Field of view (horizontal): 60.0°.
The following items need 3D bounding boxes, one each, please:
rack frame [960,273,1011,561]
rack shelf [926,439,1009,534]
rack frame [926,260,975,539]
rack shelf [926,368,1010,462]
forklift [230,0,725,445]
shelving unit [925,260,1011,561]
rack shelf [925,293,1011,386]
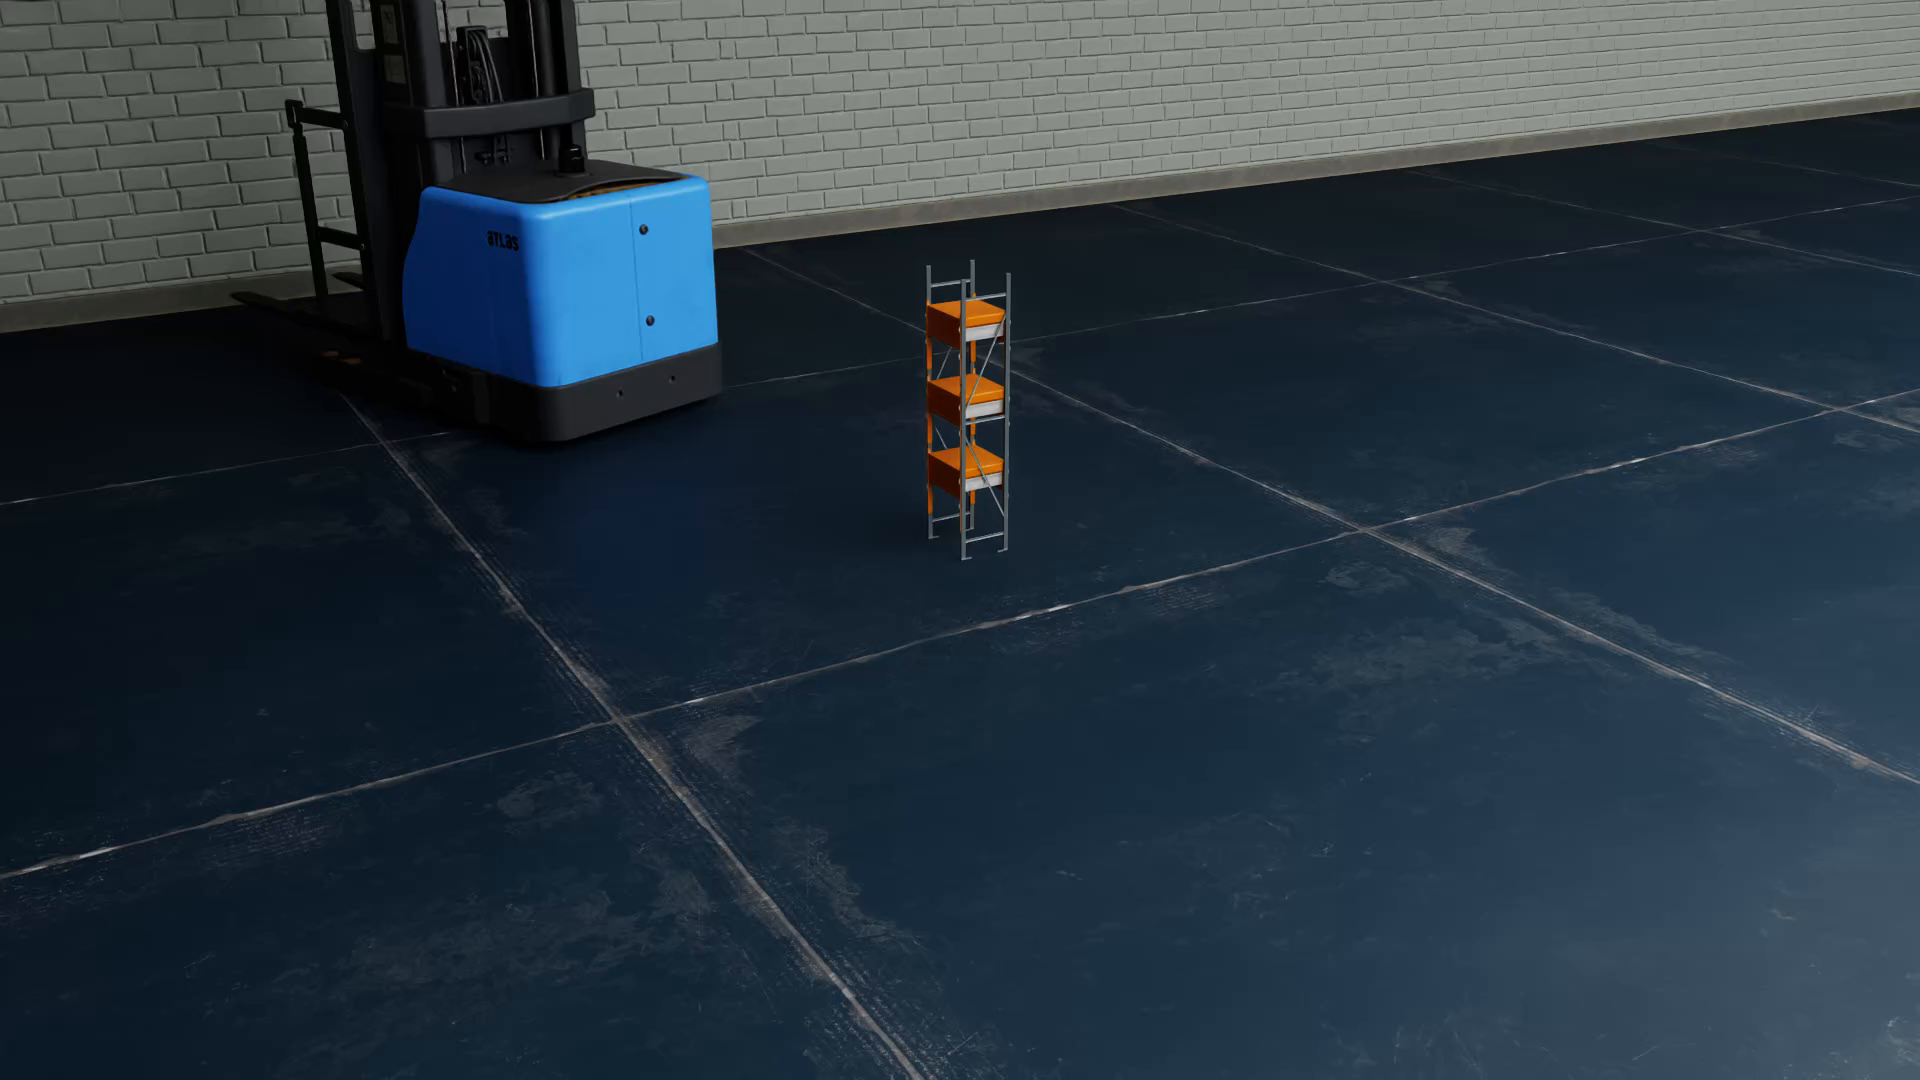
[{"bbox_3d":[0.090,-0.430,5.974,0.200,1.050,0.008,-13,25,-28],"label":"rack frame"},{"bbox_3d":[0.027,-0.202,6.180,0.215,0.259,0.240,-13,25,-28],"label":"rack shelf"},{"bbox_3d":[-0.035,-0.509,6.168,0.200,1.050,0.008,-13,25,-28],"label":"rack frame"},{"bbox_3d":[0.027,-0.459,6.075,0.215,0.259,0.240,-13,25,-28],"label":"rack shelf"},{"bbox_3d":[-2.569,-2.214,7.865,3.031,2.935,1.130,17,28,36],"label":"forklift"},{"bbox_3d":[0.027,-0.469,6.071,0.215,1.050,0.252,-13,25,-28],"label":"shelving unit"},{"bbox_3d":[0.027,-0.722,5.968,0.215,0.259,0.240,-13,25,-28],"label":"rack shelf"}]
